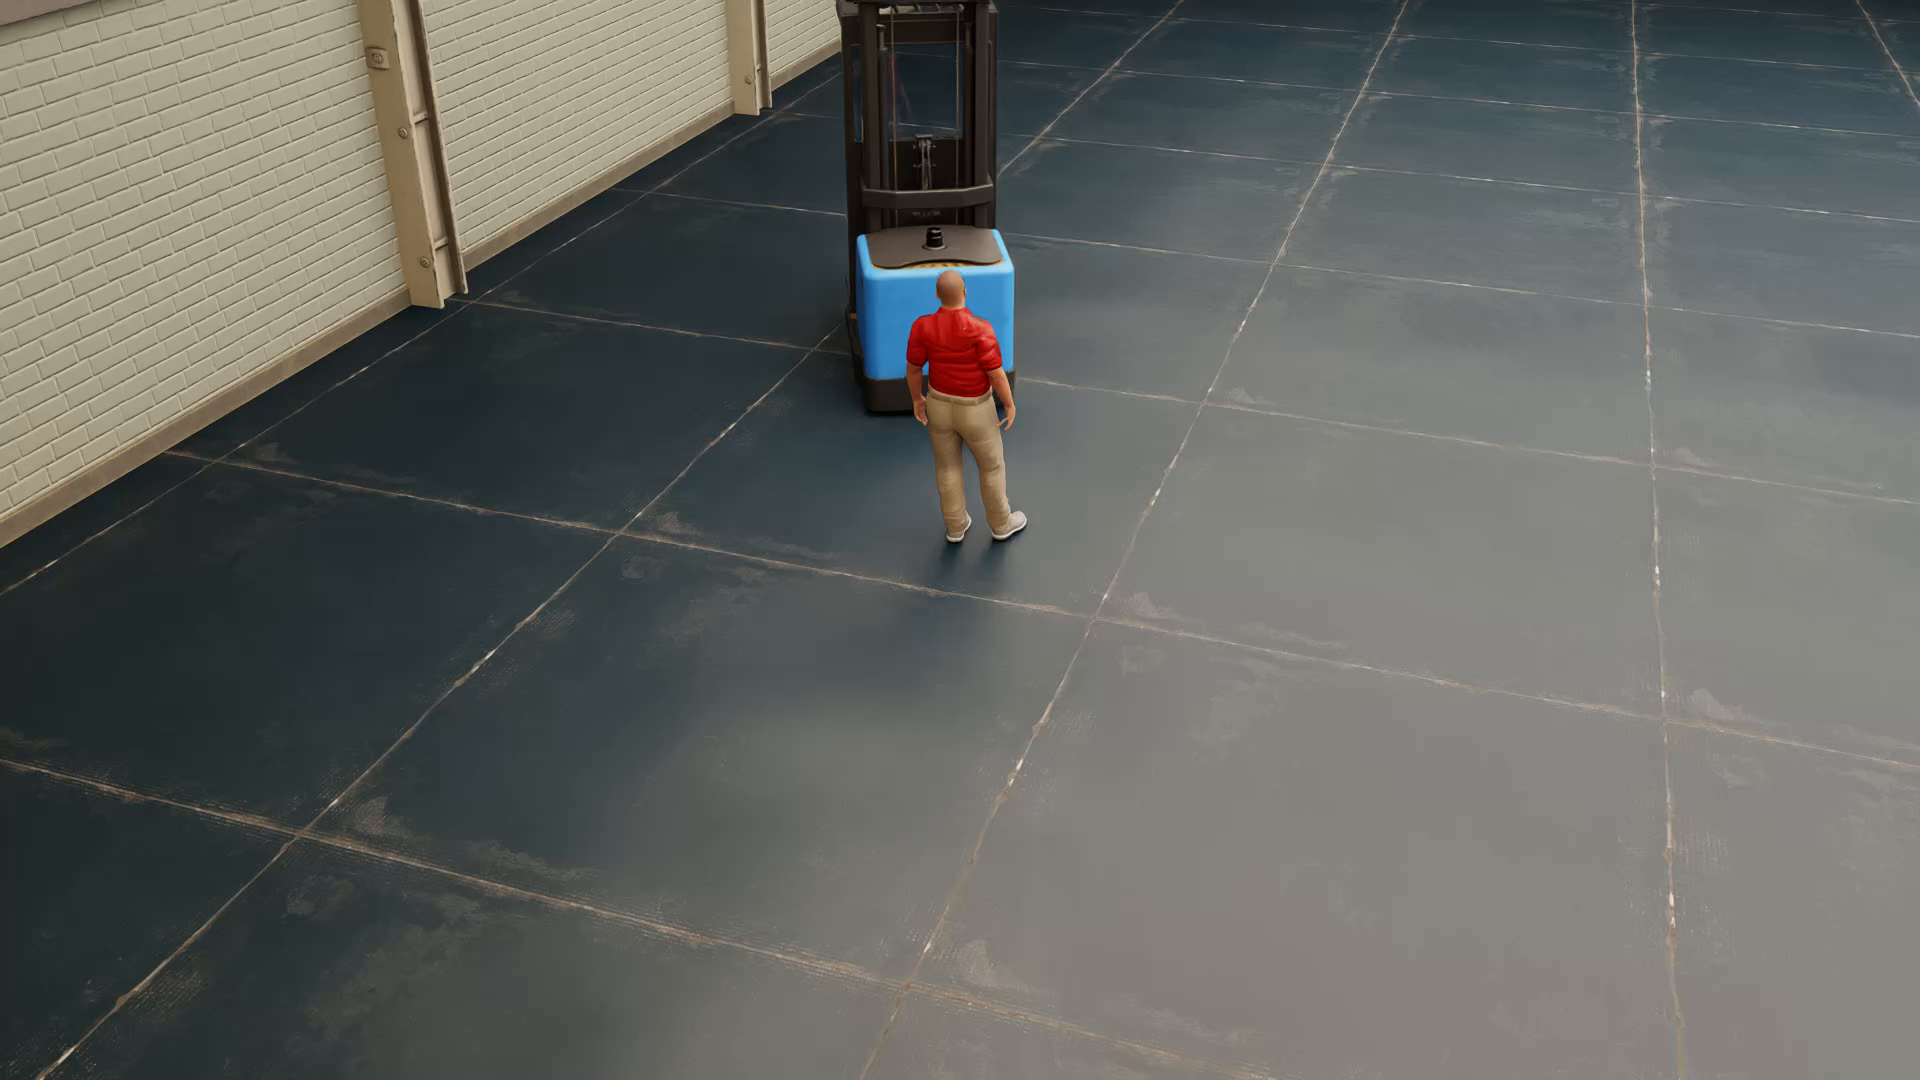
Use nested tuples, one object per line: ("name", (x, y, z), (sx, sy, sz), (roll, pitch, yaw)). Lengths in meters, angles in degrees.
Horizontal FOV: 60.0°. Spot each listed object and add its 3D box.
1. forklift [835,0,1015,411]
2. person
("forklift", (-0.309, -2.871, 12.172), (1.130, 2.935, 3.031), (-3, 30, -6))
("person", (0.040, -0.798, 9.735), (0.642, 1.727, 0.550), (10, 31, 16))
